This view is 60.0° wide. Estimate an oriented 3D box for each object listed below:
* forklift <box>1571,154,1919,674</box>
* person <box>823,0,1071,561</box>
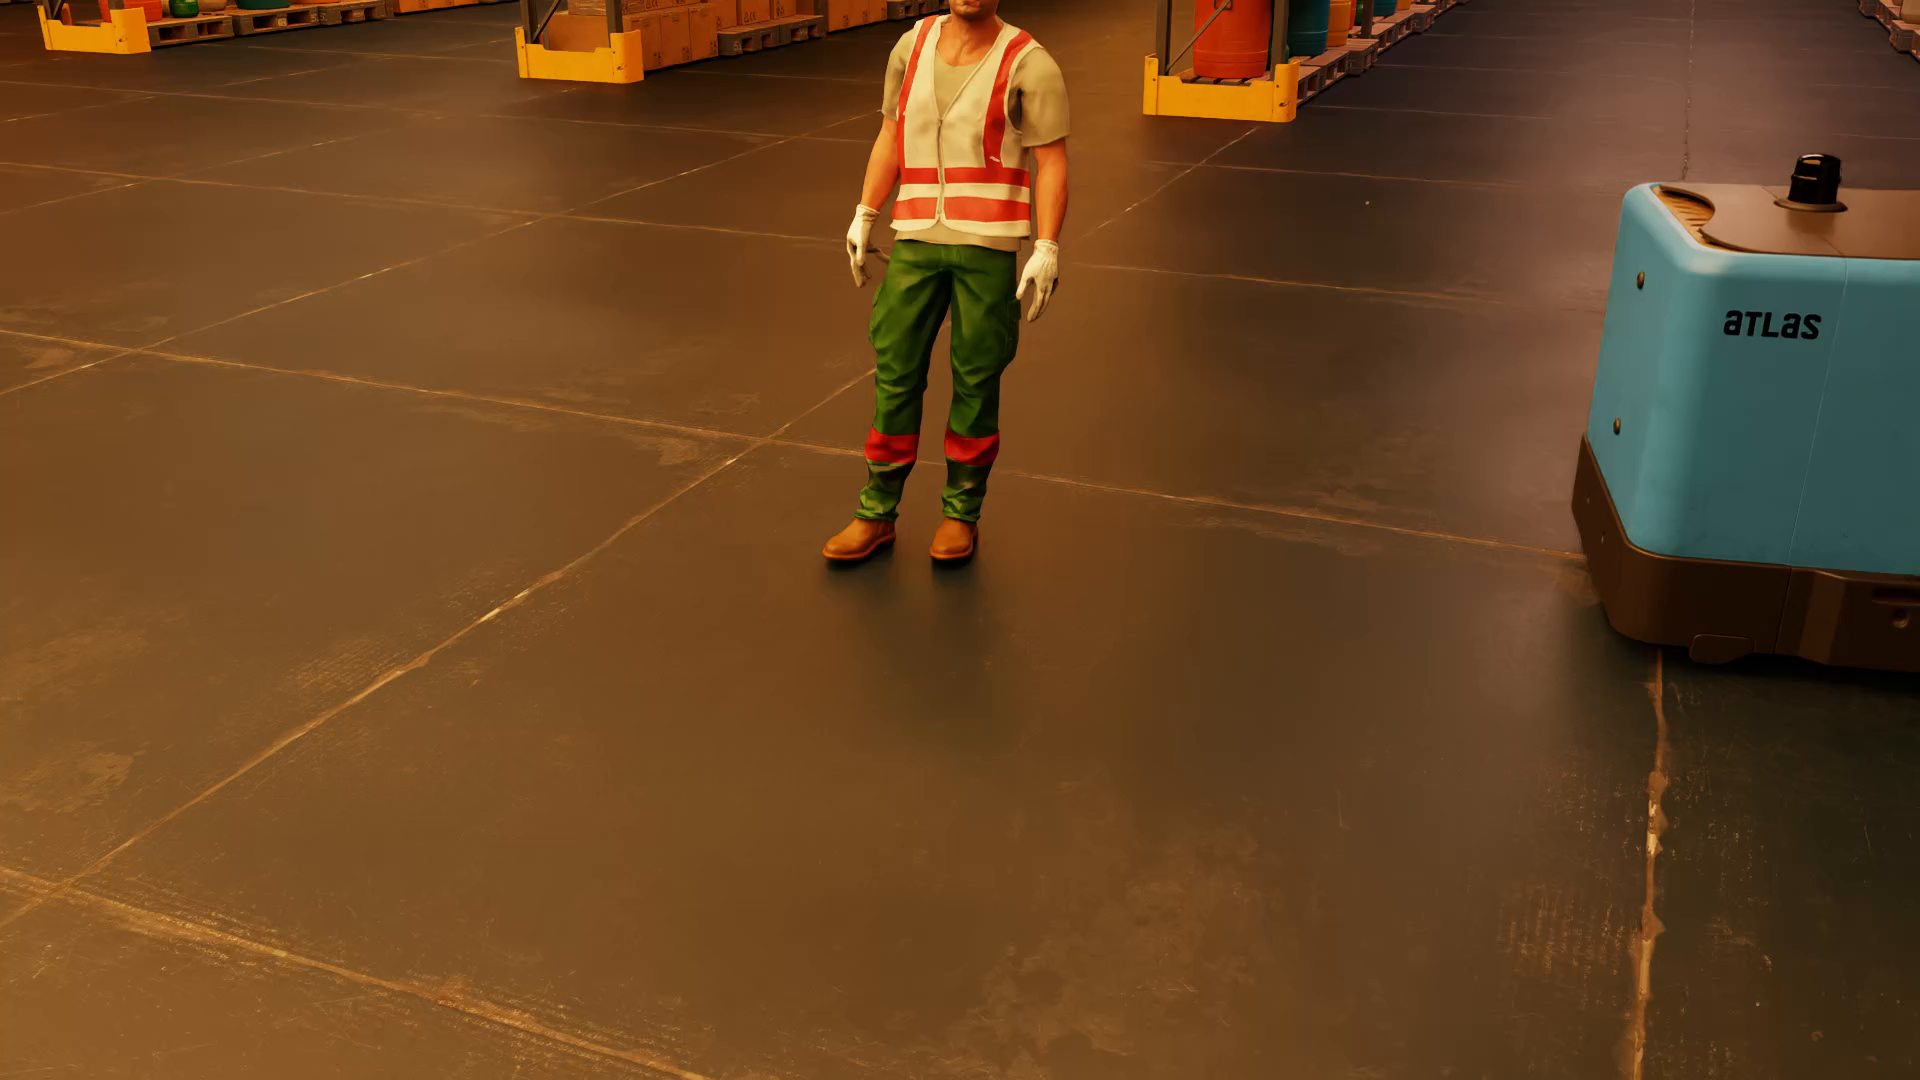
[{"bbox_3d":[3.280,-1.100,3.924,3.031,2.935,1.130,5,23,11],"label":"forklift"},{"bbox_3d":[-0.041,-0.805,4.681,0.638,1.787,0.564,9,24,21],"label":"person"}]
